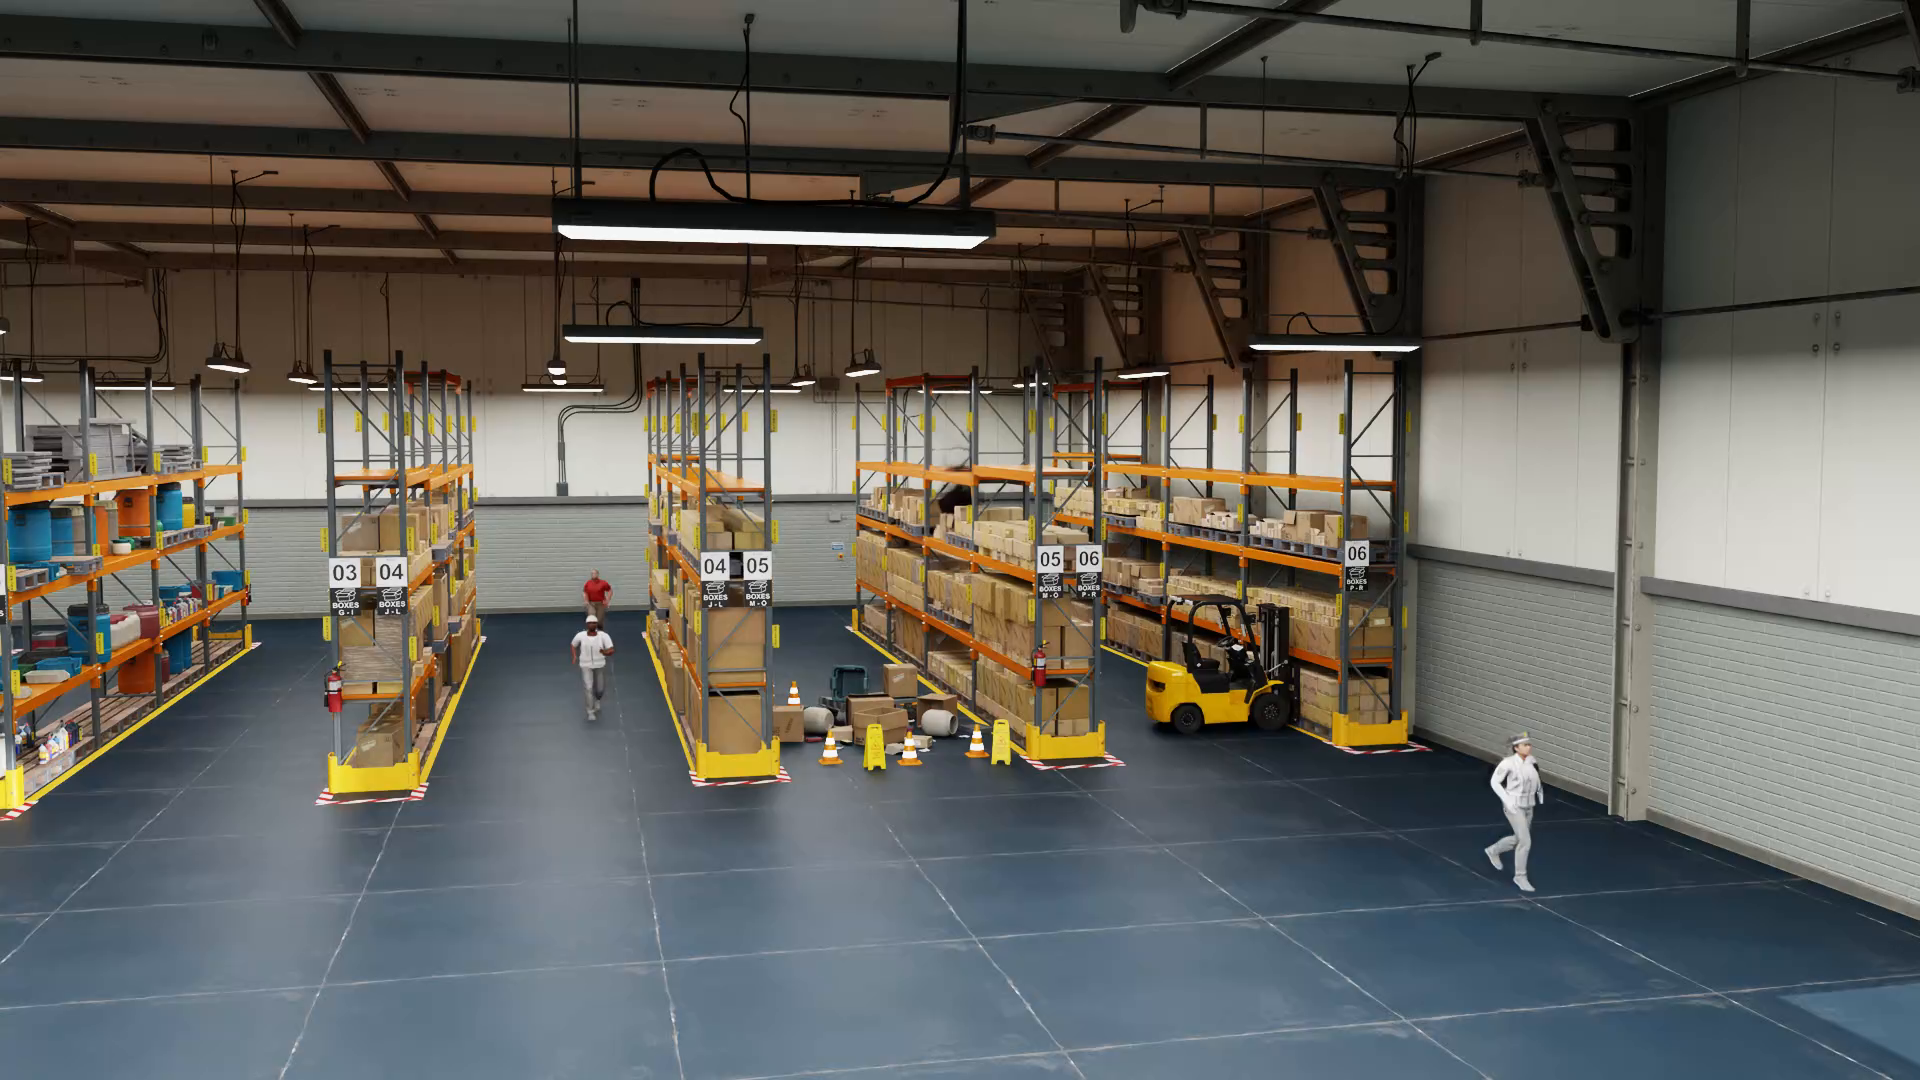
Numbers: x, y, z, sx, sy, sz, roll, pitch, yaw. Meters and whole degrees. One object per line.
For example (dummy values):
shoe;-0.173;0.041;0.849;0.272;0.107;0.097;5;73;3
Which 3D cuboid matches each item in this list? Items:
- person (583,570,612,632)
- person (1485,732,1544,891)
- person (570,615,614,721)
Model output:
person;-8.281;1.522;38.033;0.680;1.715;0.670;0;4;1
person;6.016;2.916;18.110;0.587;1.738;0.709;-2;5;-29
person;-6.237;2.148;28.231;0.710;1.745;0.968;-1;4;-16
